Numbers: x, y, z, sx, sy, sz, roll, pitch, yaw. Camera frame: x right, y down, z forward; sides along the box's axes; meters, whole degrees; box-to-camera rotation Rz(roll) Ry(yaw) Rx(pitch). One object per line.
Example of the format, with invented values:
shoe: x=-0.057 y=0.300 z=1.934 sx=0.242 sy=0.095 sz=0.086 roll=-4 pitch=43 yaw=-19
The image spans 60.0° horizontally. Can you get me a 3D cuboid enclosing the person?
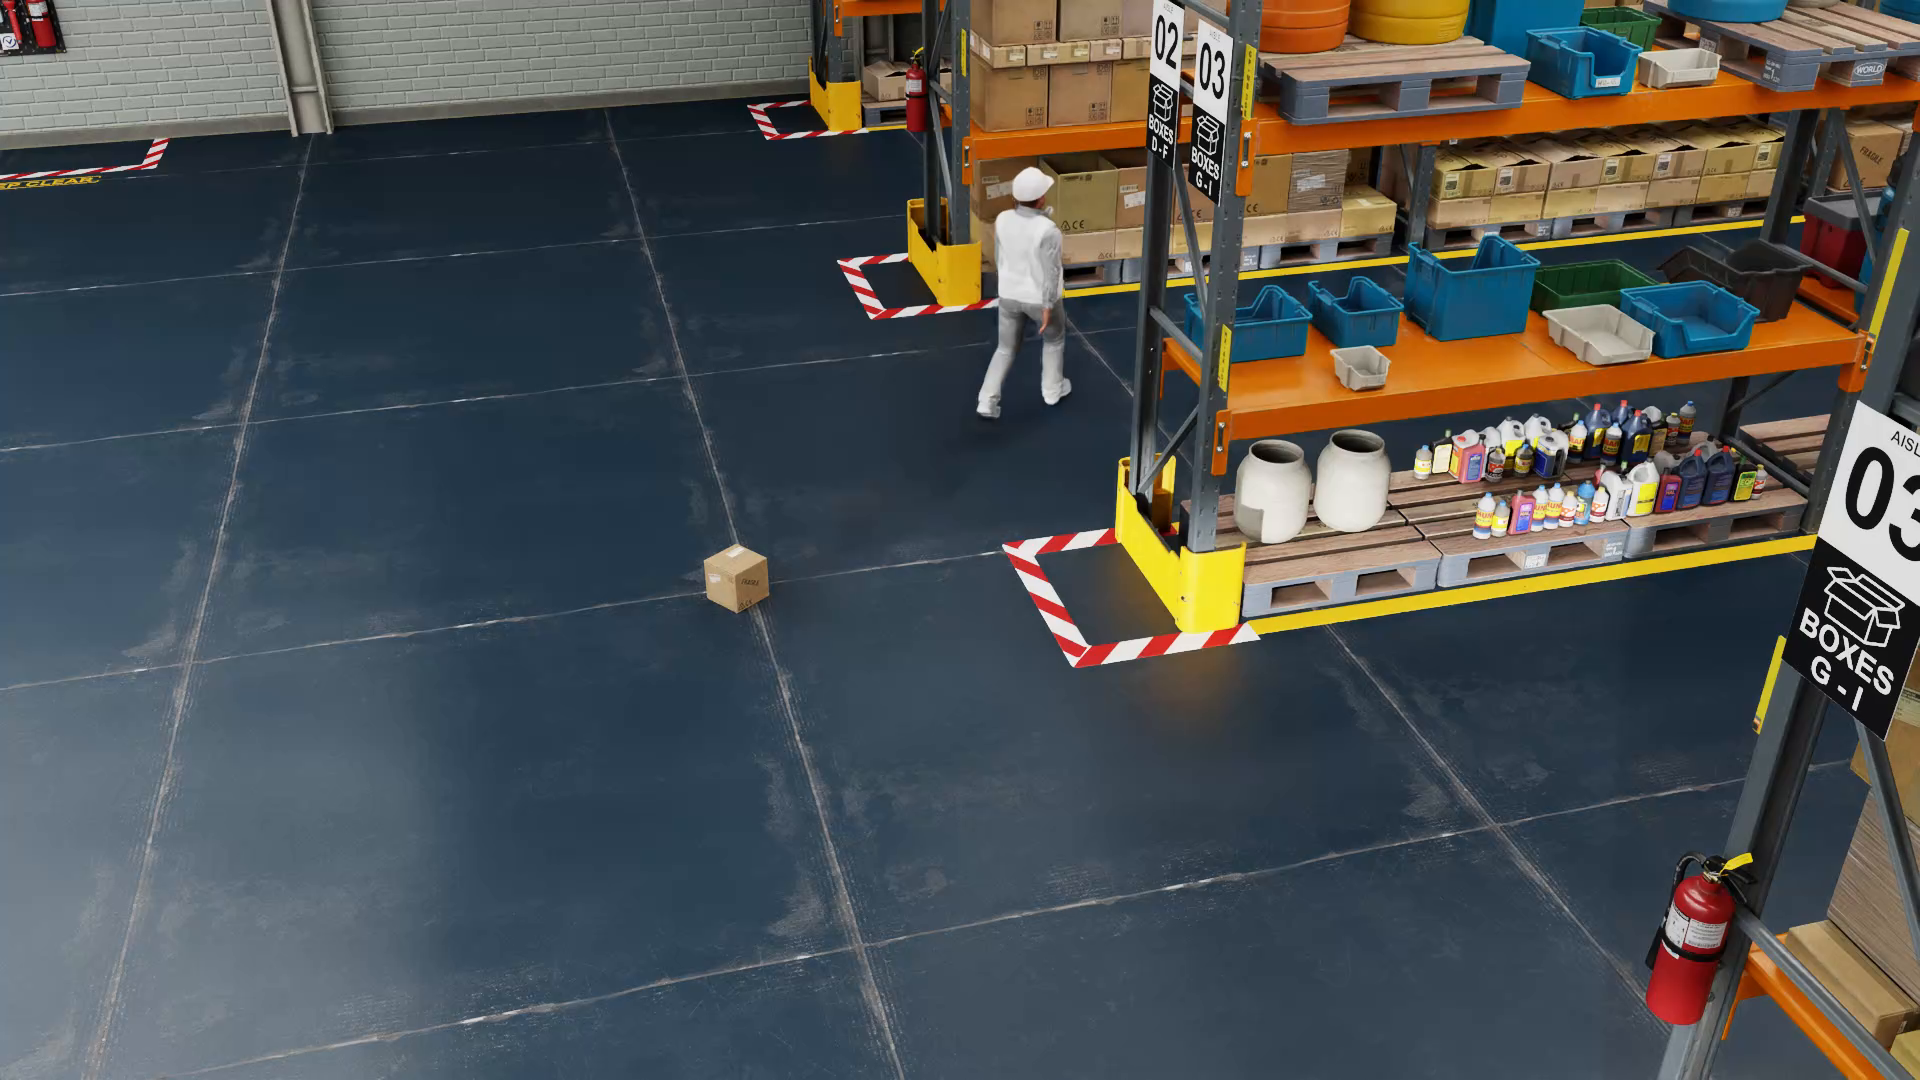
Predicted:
person: x=0.448 y=-1.631 z=11.034 sx=0.532 sy=1.736 sz=0.982 roll=15 pitch=33 yaw=24
